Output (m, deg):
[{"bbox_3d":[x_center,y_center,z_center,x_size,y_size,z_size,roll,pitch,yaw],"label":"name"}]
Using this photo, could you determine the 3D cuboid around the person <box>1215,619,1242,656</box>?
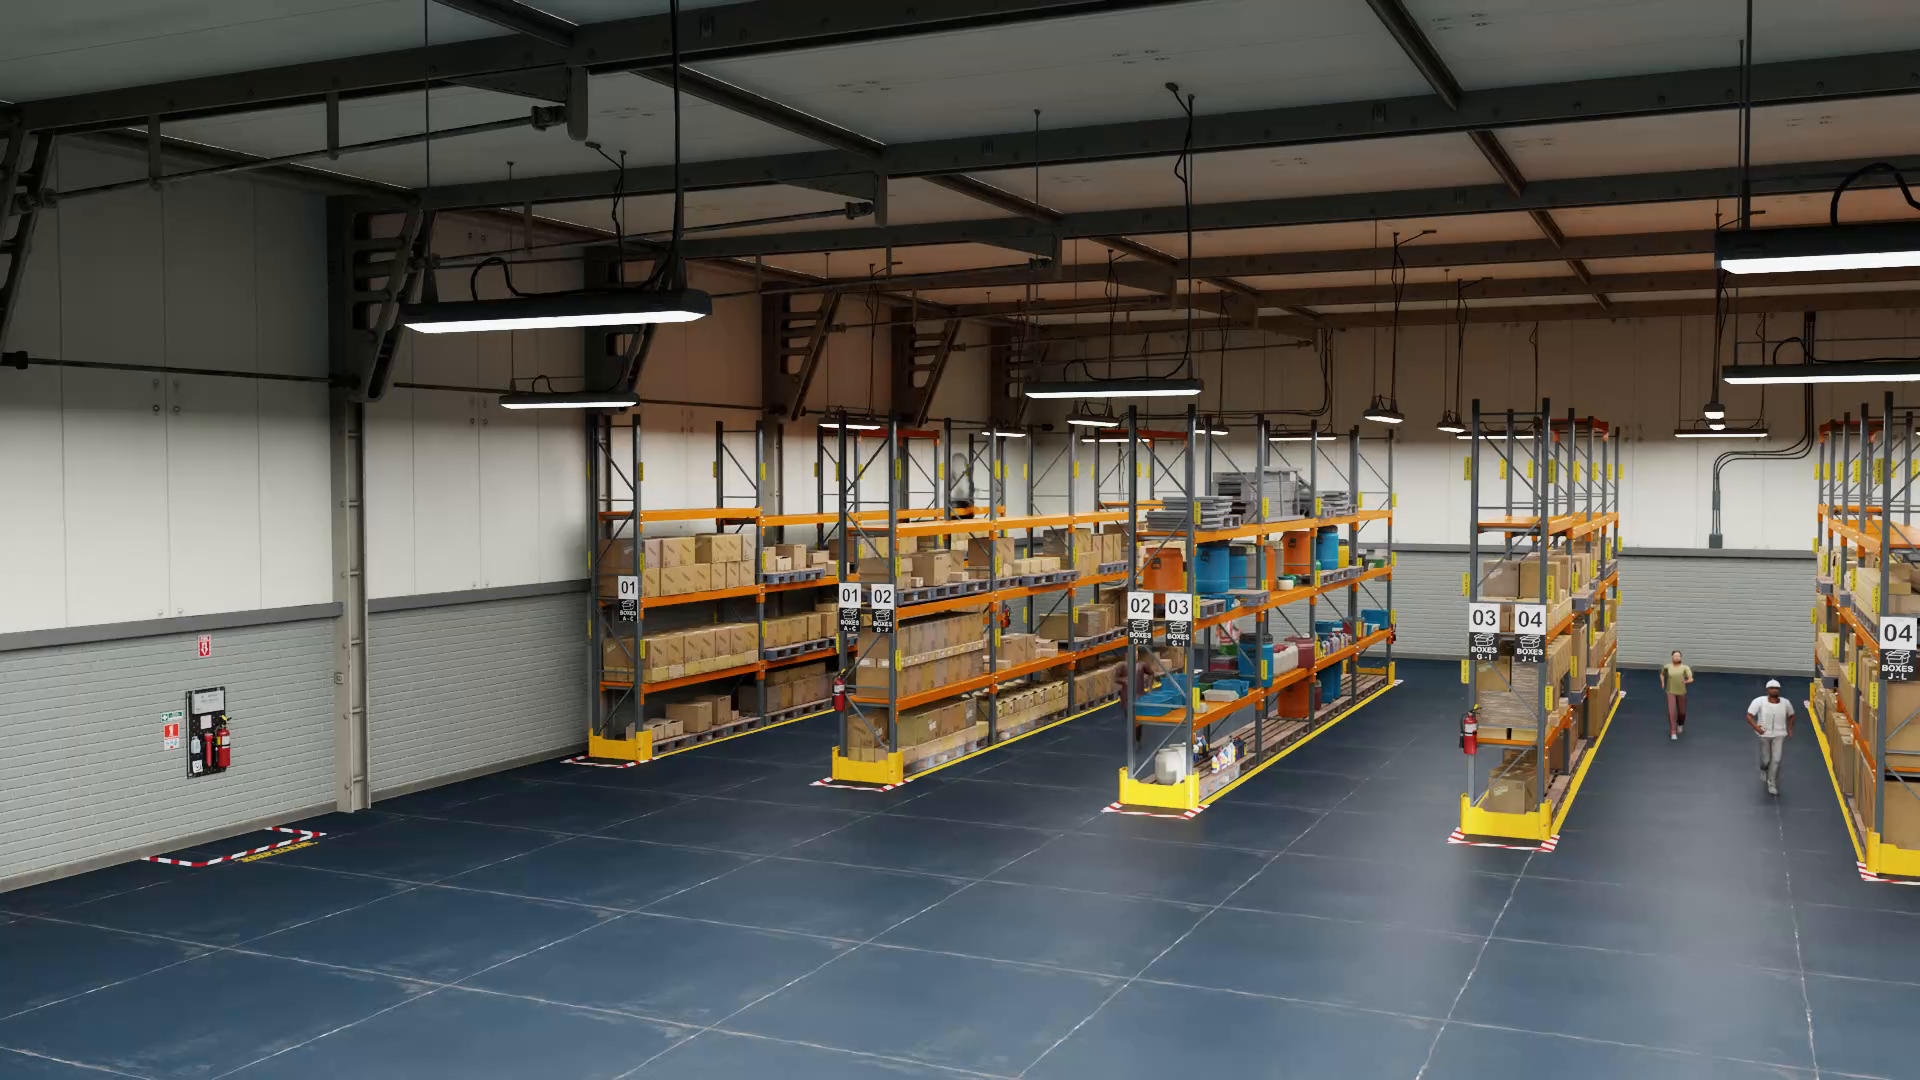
[{"bbox_3d":[6.410,2.495,39.716,0.676,1.757,0.799,1,3,32],"label":"person"}]

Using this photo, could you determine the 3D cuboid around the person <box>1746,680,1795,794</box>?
[{"bbox_3d":[12.727,3.064,26.095,0.705,1.746,0.797,1,2,19],"label":"person"}]

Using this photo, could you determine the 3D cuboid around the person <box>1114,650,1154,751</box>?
[{"bbox_3d":[3.135,2.878,30.128,0.672,1.850,0.842,1,2,18],"label":"person"}]

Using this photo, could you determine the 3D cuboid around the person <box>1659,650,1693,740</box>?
[{"bbox_3d":[13.417,2.888,31.157,0.586,1.636,0.914,1,3,23],"label":"person"}]
